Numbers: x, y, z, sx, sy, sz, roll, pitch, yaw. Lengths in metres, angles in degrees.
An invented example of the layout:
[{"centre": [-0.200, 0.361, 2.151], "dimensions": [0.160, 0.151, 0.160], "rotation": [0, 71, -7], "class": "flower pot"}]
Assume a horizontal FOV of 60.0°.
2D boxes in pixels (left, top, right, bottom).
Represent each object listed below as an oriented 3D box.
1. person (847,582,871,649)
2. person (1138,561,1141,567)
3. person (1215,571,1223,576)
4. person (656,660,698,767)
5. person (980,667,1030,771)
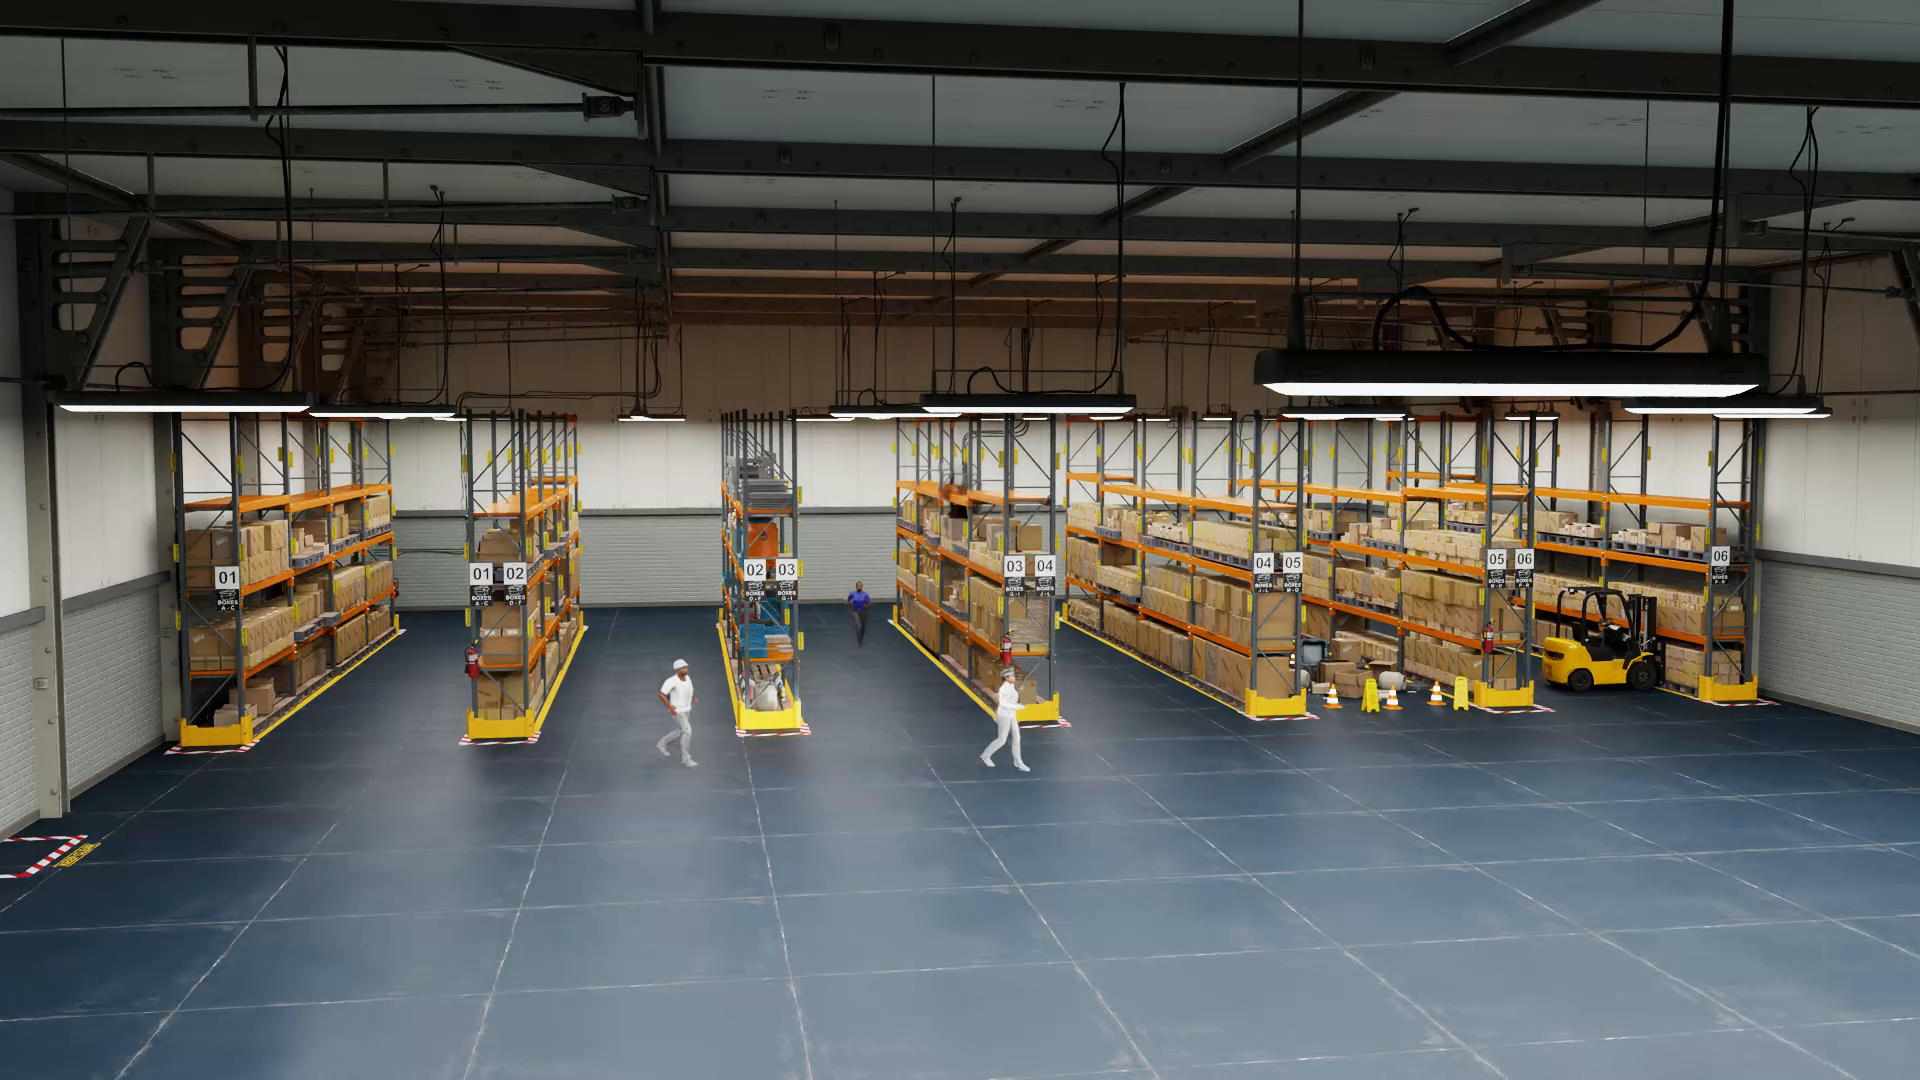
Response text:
[{"centre": [-2.445, 1.840, 40.425], "dimensions": [0.578, 1.668, 0.783], "rotation": [-1, 4, -13], "class": "person"}, {"centre": [5.228, 1.472, 48.527], "dimensions": [0.687, 1.734, 0.641], "rotation": [-2, 4, -26], "class": "person"}, {"centre": [7.943, 1.387, 50.733], "dimensions": [0.545, 1.600, 0.611], "rotation": [1, 4, 12], "class": "person"}, {"centre": [-4.758, 2.890, 27.981], "dimensions": [0.844, 1.790, 0.696], "rotation": [2, 4, 23], "class": "person"}, {"centre": [0.751, 2.954, 27.540], "dimensions": [0.818, 1.727, 0.630], "rotation": [1, 4, 19], "class": "person"}]
